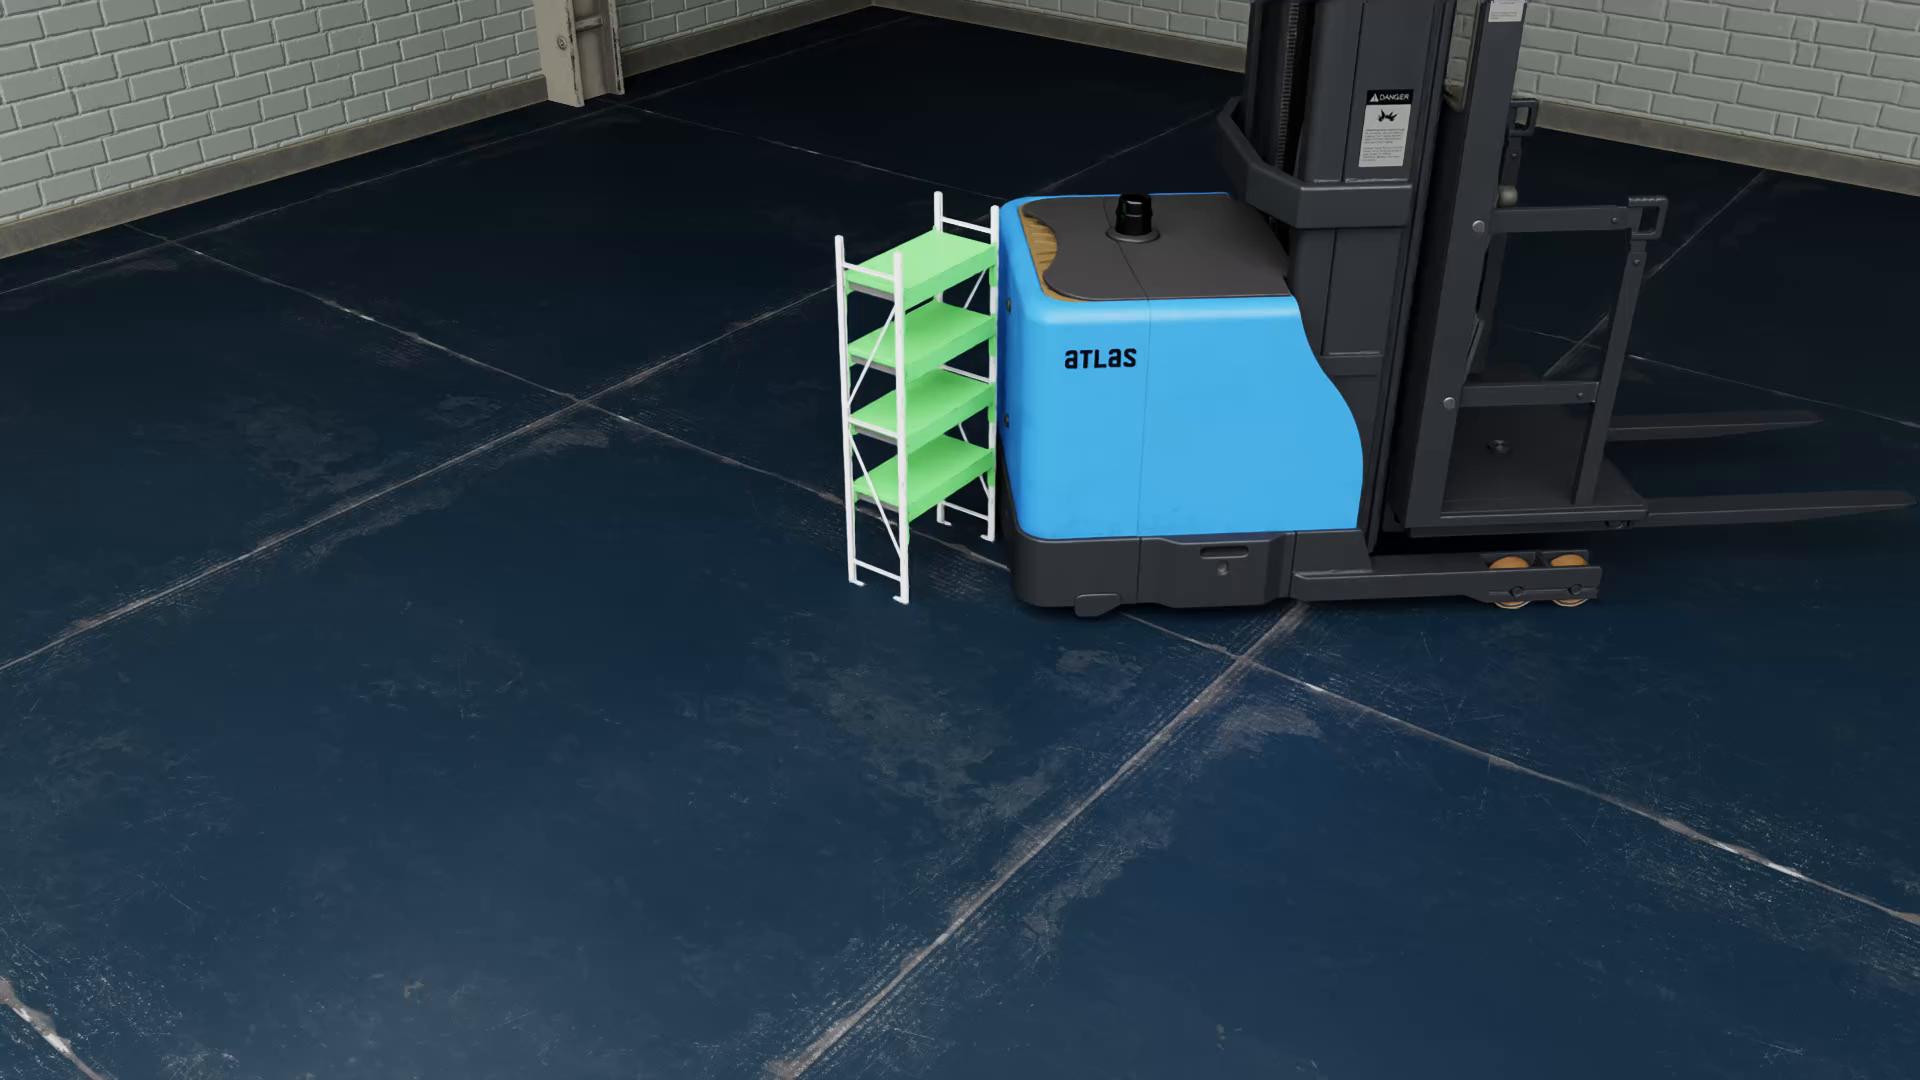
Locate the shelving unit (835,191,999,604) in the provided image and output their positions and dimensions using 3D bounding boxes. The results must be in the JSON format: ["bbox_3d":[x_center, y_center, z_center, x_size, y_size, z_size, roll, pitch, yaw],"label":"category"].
[{"bbox_3d":[-0.124,-0.446,5.326,0.258,1.200,0.503,20,36,30],"label":"shelving unit"}]

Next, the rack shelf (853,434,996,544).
[{"bbox_3d":[-0.124,-0.185,5.481,0.258,0.148,0.480,20,36,30],"label":"rack shelf"}]

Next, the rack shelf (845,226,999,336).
[{"bbox_3d":[-0.124,-0.804,5.114,0.258,0.148,0.480,20,36,30],"label":"rack shelf"}]

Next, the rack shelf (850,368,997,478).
[{"bbox_3d":[-0.124,-0.391,5.359,0.258,0.148,0.480,20,36,30],"label":"rack shelf"}]

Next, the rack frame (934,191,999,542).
[{"bbox_3d":[0.020,-0.547,5.496,0.240,1.200,0.015,20,36,30],"label":"rack frame"}]

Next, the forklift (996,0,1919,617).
[{"bbox_3d":[1.653,-1.306,5.079,3.031,2.935,1.130,-2,31,-4],"label":"forklift"}]

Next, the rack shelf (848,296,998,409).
[{"bbox_3d":[-0.124,-0.598,5.236,0.258,0.148,0.480,20,36,30],"label":"rack shelf"}]

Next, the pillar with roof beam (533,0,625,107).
[{"bbox_3d":[1.075,-5.342,5.937,9.100,9.000,0.400,21,37,31],"label":"pillar with roof beam"}]

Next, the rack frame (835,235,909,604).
[{"bbox_3d":[-0.268,-0.346,5.156,0.240,1.200,0.015,20,36,30],"label":"rack frame"}]
